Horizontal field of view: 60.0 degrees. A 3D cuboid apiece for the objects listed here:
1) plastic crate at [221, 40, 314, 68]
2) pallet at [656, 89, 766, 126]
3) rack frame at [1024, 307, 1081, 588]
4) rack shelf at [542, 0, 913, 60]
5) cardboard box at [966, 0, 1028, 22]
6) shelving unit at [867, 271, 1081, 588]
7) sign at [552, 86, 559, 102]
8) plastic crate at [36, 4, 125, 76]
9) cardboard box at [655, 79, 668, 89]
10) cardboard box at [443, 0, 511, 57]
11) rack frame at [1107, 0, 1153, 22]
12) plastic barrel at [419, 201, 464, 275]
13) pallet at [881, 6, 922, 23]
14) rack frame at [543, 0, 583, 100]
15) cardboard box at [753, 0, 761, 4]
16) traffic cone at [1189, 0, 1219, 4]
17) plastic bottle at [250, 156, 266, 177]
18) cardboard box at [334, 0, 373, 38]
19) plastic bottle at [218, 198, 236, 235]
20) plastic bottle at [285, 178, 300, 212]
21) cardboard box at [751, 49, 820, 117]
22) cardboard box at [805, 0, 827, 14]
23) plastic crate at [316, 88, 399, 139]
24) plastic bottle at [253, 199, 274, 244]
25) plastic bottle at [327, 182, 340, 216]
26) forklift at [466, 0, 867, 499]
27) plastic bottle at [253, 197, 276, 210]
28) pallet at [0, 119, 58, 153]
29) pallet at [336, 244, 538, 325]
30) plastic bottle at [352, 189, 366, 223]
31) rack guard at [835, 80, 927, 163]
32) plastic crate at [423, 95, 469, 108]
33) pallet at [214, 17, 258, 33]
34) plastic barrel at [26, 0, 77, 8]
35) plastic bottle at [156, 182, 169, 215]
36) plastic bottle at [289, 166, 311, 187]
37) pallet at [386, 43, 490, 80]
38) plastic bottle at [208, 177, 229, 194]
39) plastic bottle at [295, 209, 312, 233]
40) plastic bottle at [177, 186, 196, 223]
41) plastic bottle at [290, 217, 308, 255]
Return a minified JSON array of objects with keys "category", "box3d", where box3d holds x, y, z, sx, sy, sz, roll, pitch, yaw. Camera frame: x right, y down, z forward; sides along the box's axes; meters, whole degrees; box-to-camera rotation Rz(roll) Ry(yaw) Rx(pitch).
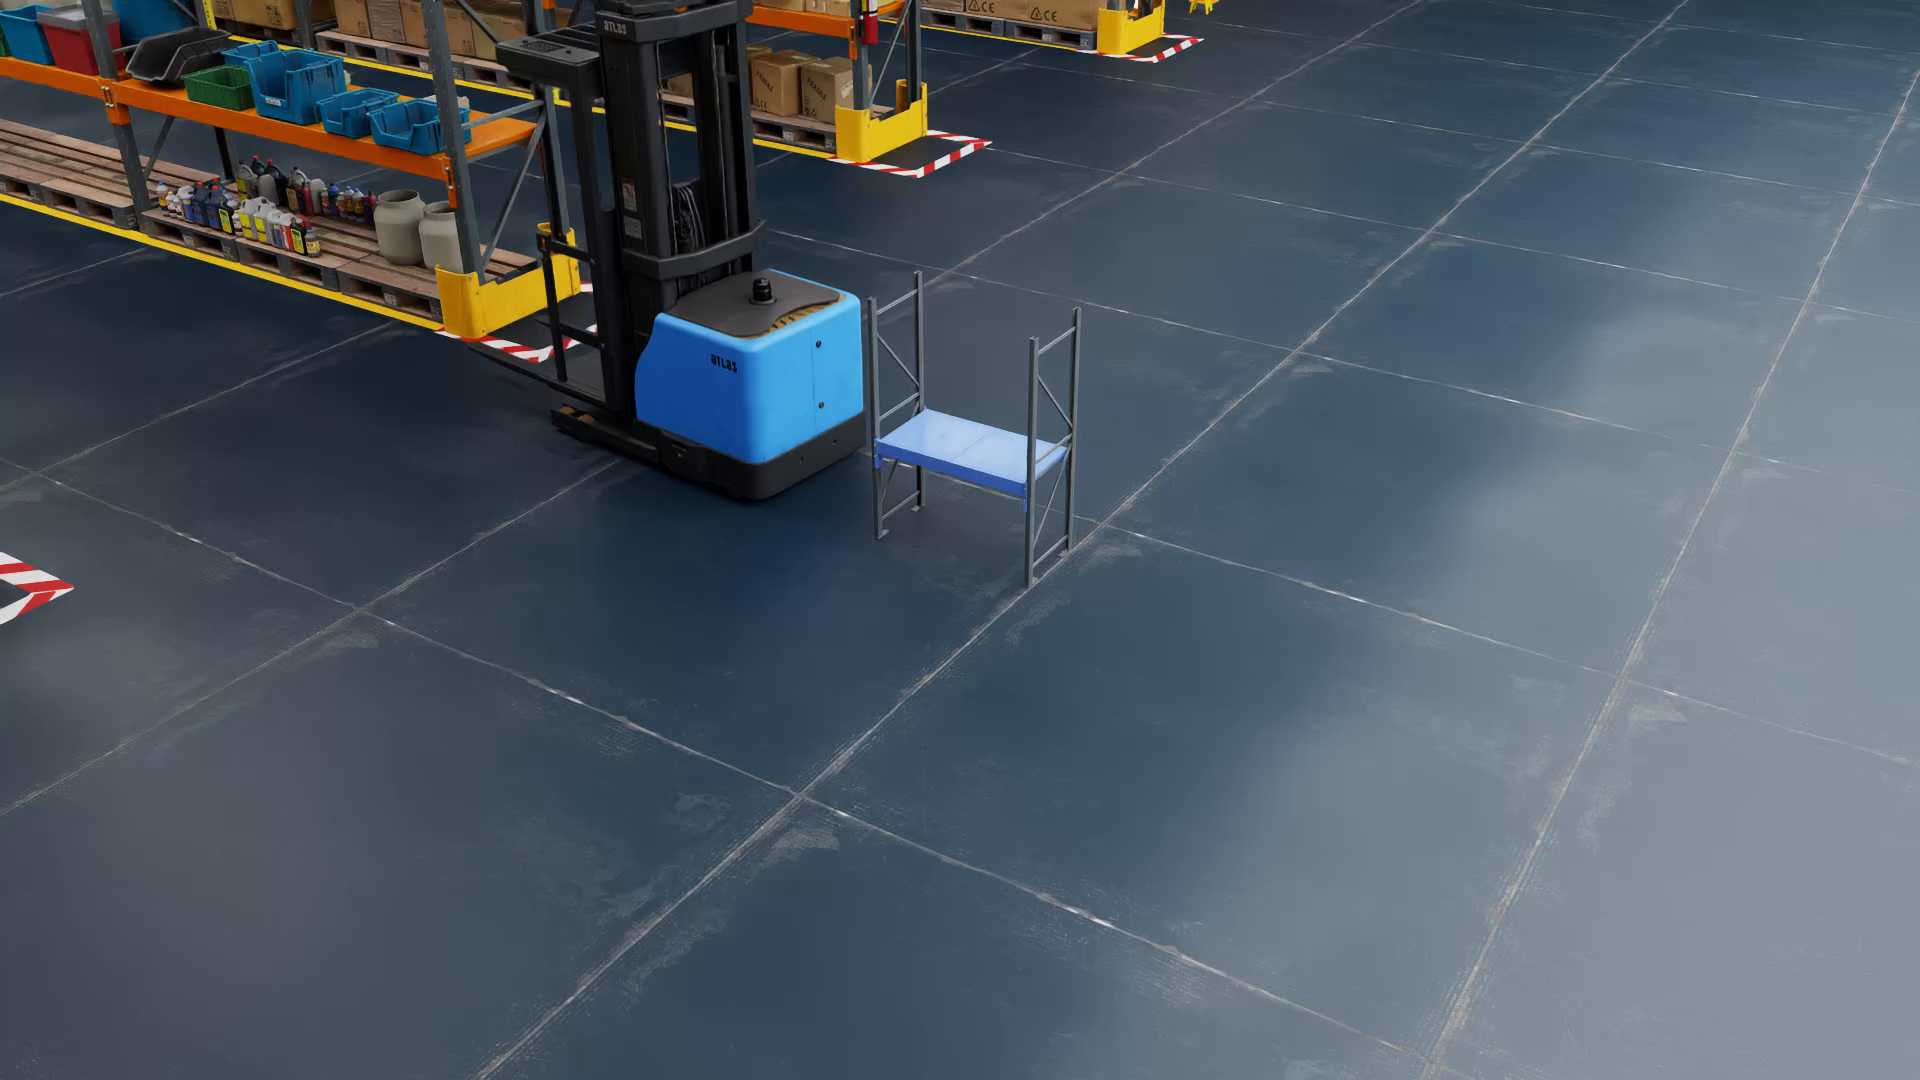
[{"category":"plastic crate","box3d":[-5.637,-3.889,13.587,0.616,0.251,0.499,18,35,27]},{"category":"pallet","box3d":[-2.460,-4.552,17.343,1.213,0.211,1.003,18,35,27]},{"category":"rack frame","box3d":[0.503,-0.489,9.099,0.032,1.500,0.500,18,35,27]},{"category":"rack shelf","box3d":[-2.391,-5.401,16.745,4.000,0.370,1.077,18,35,27]},{"category":"cardboard box","box3d":[0.669,-6.918,20.323,0.875,0.875,0.875,17,34,27]},{"category":"shelving unit","box3d":[0.072,-0.625,9.333,1.048,1.500,0.538,18,35,27]},{"category":"sign","box3d":[-3.035,-3.415,12.353,0.005,0.325,0.100,18,35,27]},{"category":"plastic crate","box3d":[-7.291,-4.160,13.841,0.583,0.464,0.402,18,35,27]},{"category":"cardboard box","box3d":[-3.279,-5.075,17.536,0.500,0.500,0.500,-23,37,-33]},{"category":"cardboard box","box3d":[-5.462,-5.817,18.788,0.500,0.500,0.700,14,33,23]},{"category":"rack frame","box3d":[2.025,-7.266,19.228,0.127,3.000,1.000,18,35,27]},{"category":"plastic barrel","box3d":[-3.929,-2.313,12.789,0.421,0.512,0.421,0,30,0]},{"category":"pallet","box3d":[-0.760,-6.896,21.361,1.213,0.211,1.003,18,35,27]},{"category":"rack frame","box3d":[-4.085,-6.248,17.482,0.127,3.000,1.000,18,35,27]},{"category":"cardboard box","box3d":[-1.892,-5.326,16.152,0.250,0.149,0.380,18,35,27]},{"category":"traffic cone","box3d":[3.219,-7.310,21.820,0.334,0.463,0.336,18,35,27]},{"category":"plastic bottle","box3d":[-6.020,-3.130,14.331,0.185,0.351,0.144,17,34,26]},{"category":"cardboard box","box3d":[-6.895,-6.259,19.545,0.500,0.500,0.700,16,34,25]},{"category":"plastic bottle","box3d":[-5.978,-2.644,13.565,0.133,0.283,0.061,19,35,29]},{"category":"plastic bottle","box3d":[-5.617,-2.912,14.024,0.133,0.283,0.061,18,35,27]},{"category":"cardboard box","box3d":[-1.742,-4.598,16.718,0.500,0.500,0.500,-25,38,-36]},{"category":"cardboard box","box3d":[-1.260,-5.123,15.804,0.250,0.149,0.380,18,35,27]},{"category":"plastic crate","box3d":[-4.461,-3.181,12.373,0.408,0.251,0.499,18,35,27]},{"category":"plastic bottle","box3d":[-5.578,-2.572,13.374,0.185,0.351,0.144,19,35,29]},{"category":"plastic bottle","box3d":[-5.247,-2.865,13.956,0.097,0.271,0.097,0,30,0]},{"category":"forklift","box3d":[-2.069,-2.105,10.449,3.031,2.935,1.130,22,37,32]},{"category":"plastic bottle","box3d":[-5.678,-2.659,13.598,0.135,0.276,0.152,18,35,27]},{"category":"pallet","box3d":[-9.471,-3.777,16.014,1.213,0.211,1.003,18,35,27]},{"category":"pallet","box3d":[-4.105,-2.078,13.102,1.213,0.211,1.003,18,35,27]},{"category":"plastic bottle","box3d":[-4.991,-2.784,13.817,0.097,0.271,0.097,0,30,0]},{"category":"rack guard","box3d":[-0.762,-4.117,16.310,0.348,0.500,1.175,18,35,27]},{"category":"plastic crate","box3d":[-3.918,-3.325,12.735,0.250,0.136,0.298,18,35,27]},{"category":"pallet","box3d":[-9.130,-6.685,21.000,1.213,0.211,1.003,18,35,27]},{"category":"plastic barrel","box3d":[-8.034,-4.739,14.761,0.433,0.535,0.433,0,30,0]},{"category":"plastic bottle","box3d":[-6.682,-2.873,13.968,0.097,0.271,0.097,0,30,0]},{"category":"plastic bottle","box3d":[-5.584,-2.992,14.094,0.185,0.351,0.144,17,34,27]},{"category":"pallet","box3d":[-5.783,-5.578,19.101,1.213,0.211,1.003,18,35,27]},{"category":"plastic bottle","box3d":[-6.179,-2.848,13.847,0.185,0.351,0.144,18,35,27]},{"category":"plastic bottle","box3d":[-5.262,-2.509,13.332,0.133,0.283,0.061,18,35,27]},{"category":"plastic bottle","box3d":[-6.393,-2.800,13.839,0.135,0.276,0.152,19,35,29]},{"category":"plastic bottle","box3d":[-5.228,-2.407,13.159,0.133,0.283,0.061,18,35,29]}]
